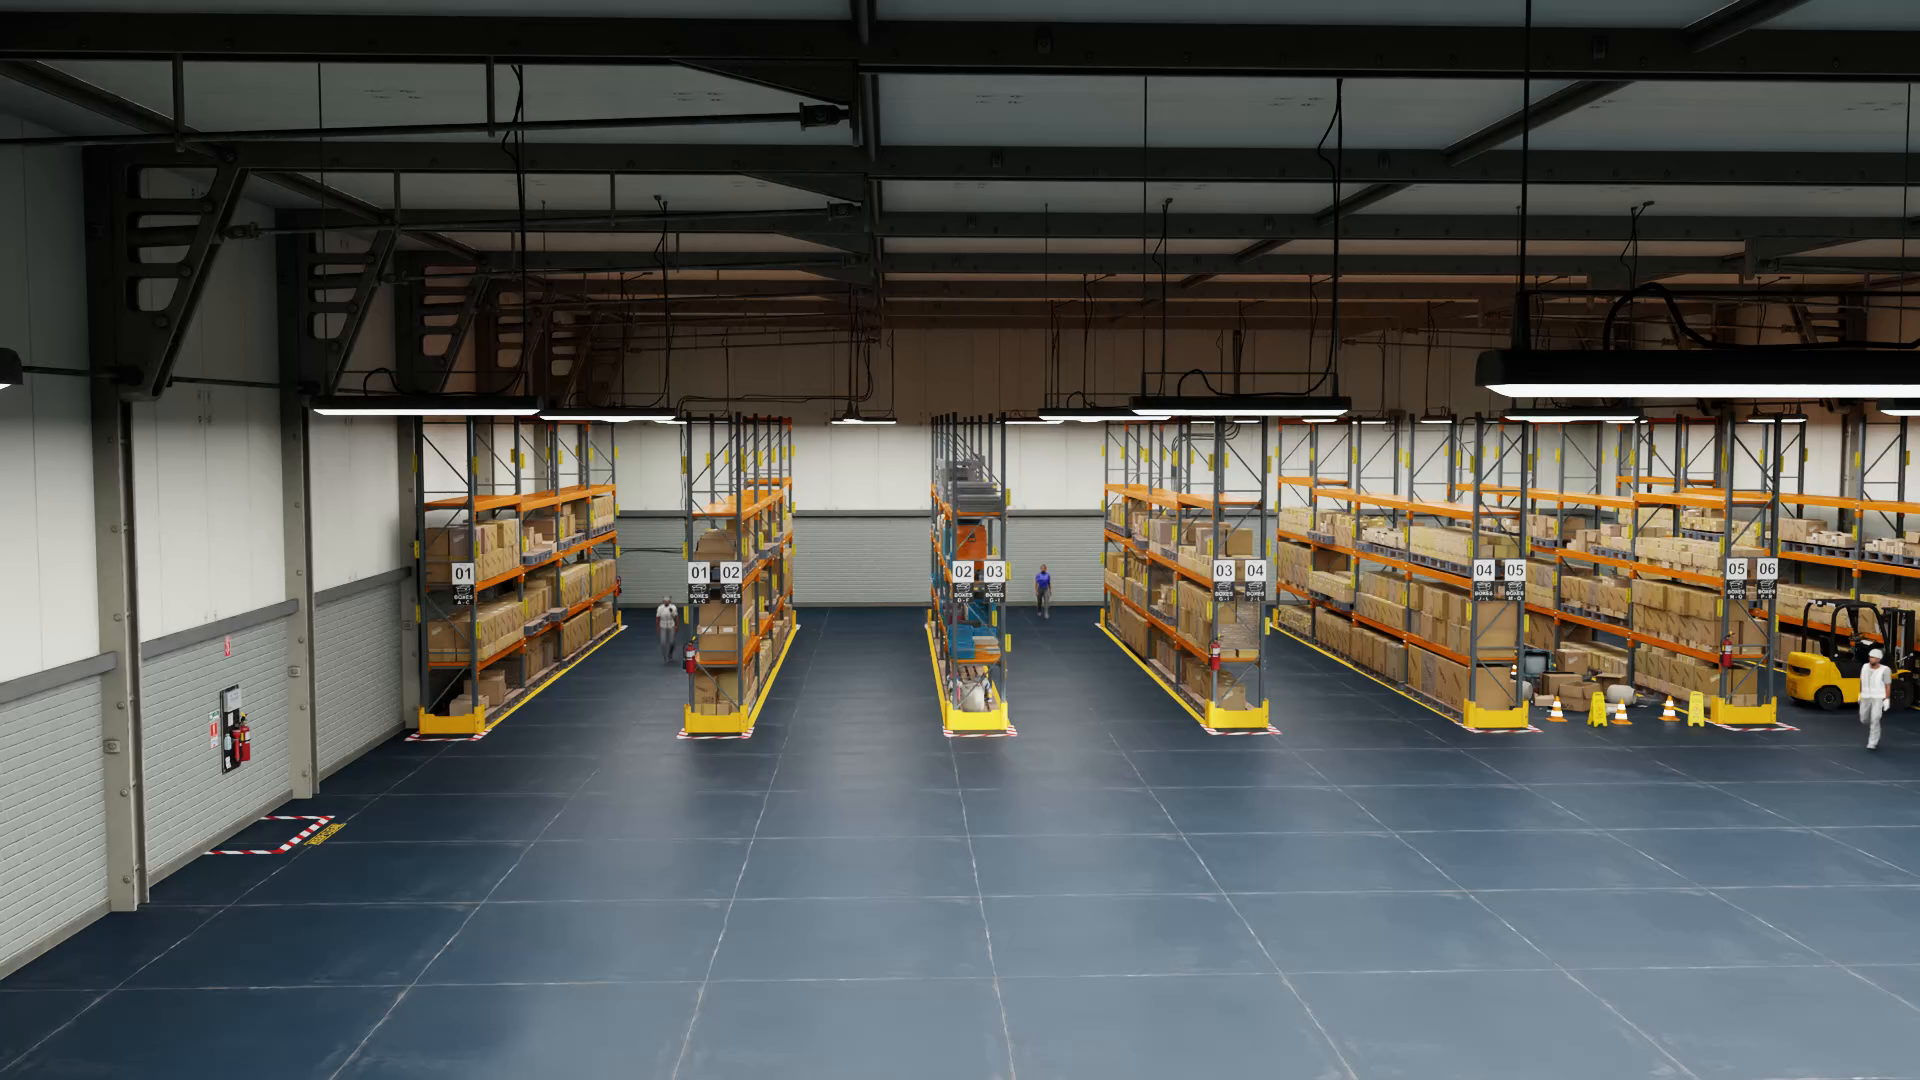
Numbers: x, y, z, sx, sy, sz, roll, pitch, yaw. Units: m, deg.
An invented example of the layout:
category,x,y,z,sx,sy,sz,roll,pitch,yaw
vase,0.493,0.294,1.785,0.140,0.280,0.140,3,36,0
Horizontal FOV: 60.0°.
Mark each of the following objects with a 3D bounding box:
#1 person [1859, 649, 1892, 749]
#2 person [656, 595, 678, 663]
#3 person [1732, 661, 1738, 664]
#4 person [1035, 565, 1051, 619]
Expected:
category,x,y,z,sx,sy,sz,roll,pitch,yaw
person,16.323,2.810,29.644,0.791,1.767,0.556,-3,5,-42
person,-7.142,2.147,40.596,0.540,1.659,0.555,0,4,-4
person,17.217,2.326,37.120,0.573,1.814,0.594,-1,4,-11
person,2.489,1.530,49.700,0.511,1.590,1.051,0,4,-4
